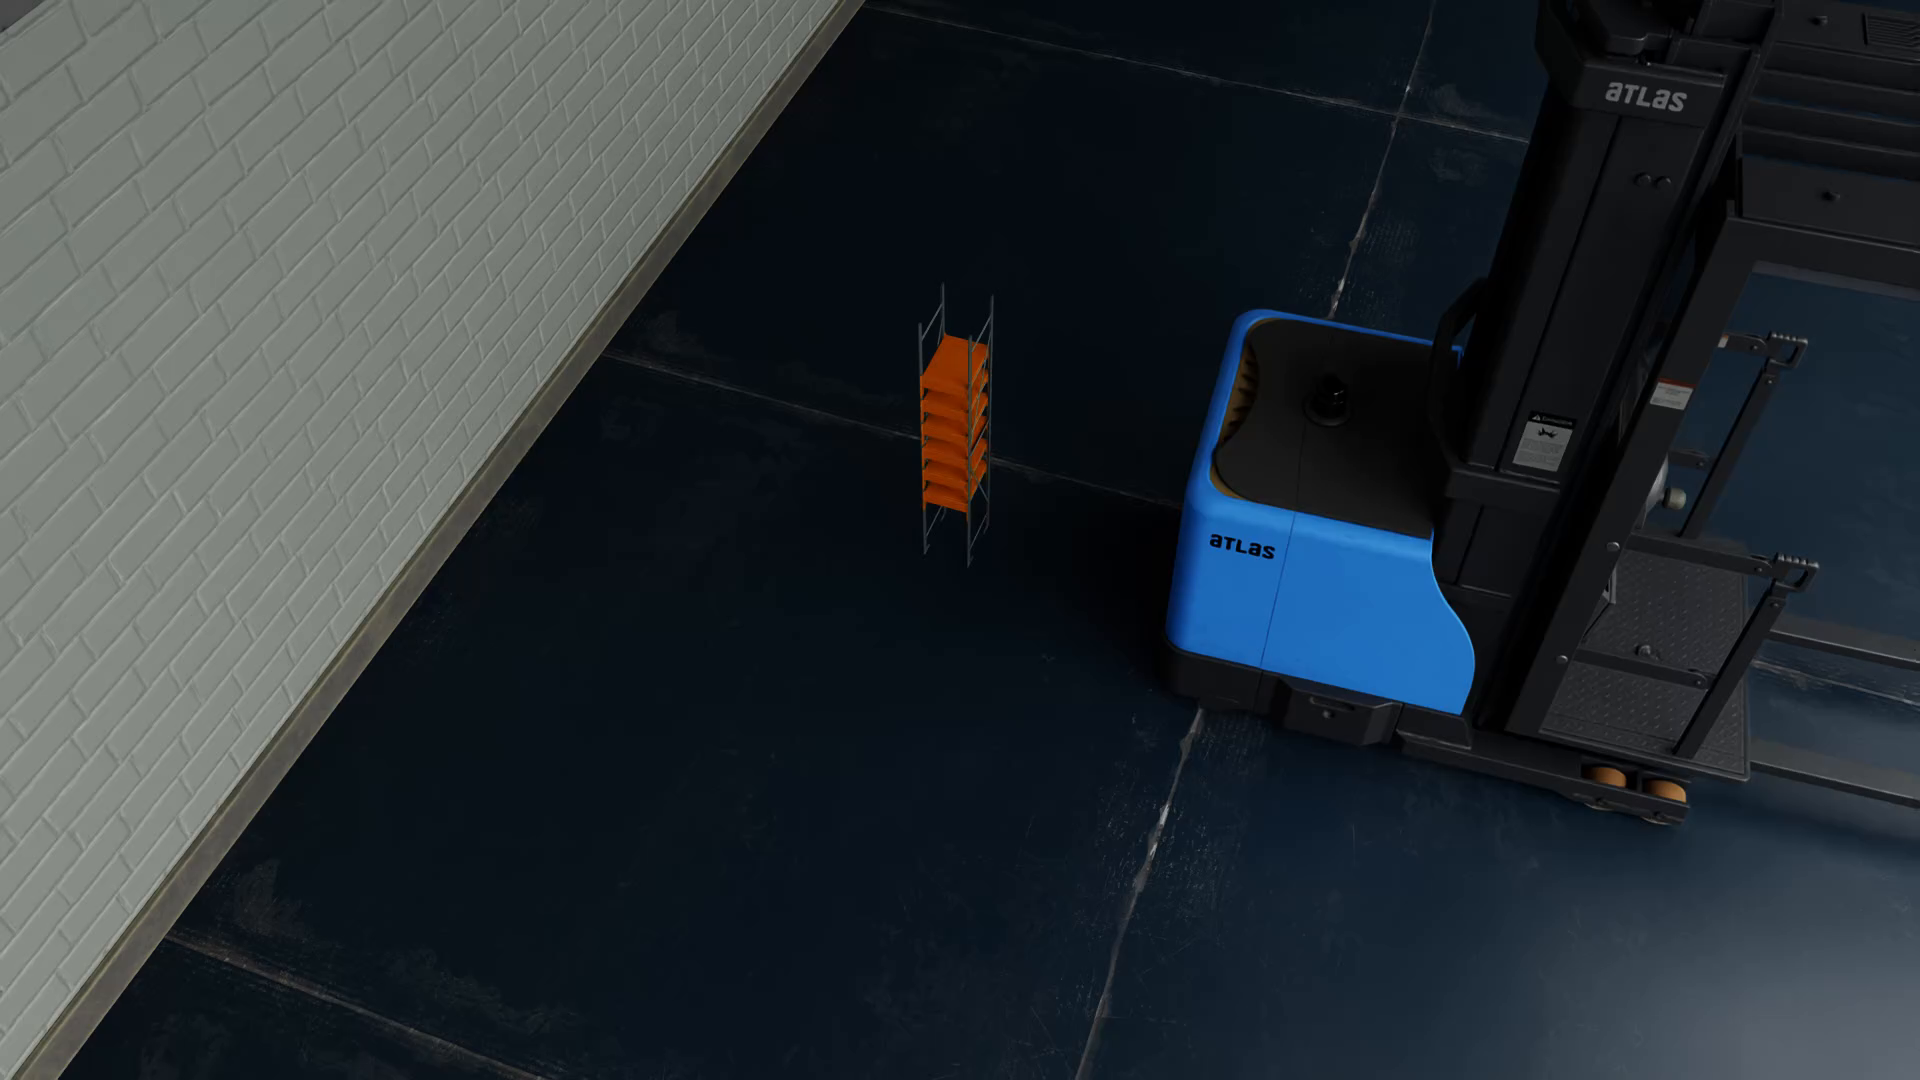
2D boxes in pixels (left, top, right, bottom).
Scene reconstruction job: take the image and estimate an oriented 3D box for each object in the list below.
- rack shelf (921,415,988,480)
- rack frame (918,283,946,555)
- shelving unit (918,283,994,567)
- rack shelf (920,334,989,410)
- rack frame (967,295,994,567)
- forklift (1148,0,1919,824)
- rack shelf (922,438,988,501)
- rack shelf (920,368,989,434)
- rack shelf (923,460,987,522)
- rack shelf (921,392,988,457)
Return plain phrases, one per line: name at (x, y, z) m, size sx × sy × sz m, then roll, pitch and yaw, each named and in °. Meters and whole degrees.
rack shelf at (-0.014, -0.368, 6.200) m, size 0.180 × 0.103 × 0.258 m, roll 16°, pitch 51°, yaw 13°
rack frame at (-0.099, -0.421, 6.187) m, size 0.006 × 1.200 × 0.240 m, roll 16°, pitch 51°, yaw 13°
shelving unit at (-0.014, -0.397, 6.166) m, size 0.189 × 1.200 × 0.258 m, roll 16°, pitch 51°, yaw 13°
rack shelf at (-0.014, -0.603, 5.928) m, size 0.180 × 0.103 × 0.258 m, roll 16°, pitch 51°, yaw 13°
rack frame at (0.072, -0.373, 6.146) m, size 0.006 × 1.200 × 0.240 m, roll 16°, pitch 51°, yaw 13°
forklift at (2.268, -0.433, 5.053) m, size 3.031 × 2.935 × 1.130 m, roll 13°, pitch 50°, yaw 11°
rack shelf at (-0.014, -0.289, 6.291) m, size 0.180 × 0.103 × 0.258 m, roll 16°, pitch 51°, yaw 13°
rack shelf at (-0.014, -0.525, 6.019) m, size 0.180 × 0.103 × 0.258 m, roll 16°, pitch 51°, yaw 13°
rack shelf at (-0.014, -0.210, 6.381) m, size 0.180 × 0.103 × 0.258 m, roll 16°, pitch 51°, yaw 13°
rack shelf at (-0.014, -0.446, 6.109) m, size 0.180 × 0.103 × 0.258 m, roll 16°, pitch 51°, yaw 13°
